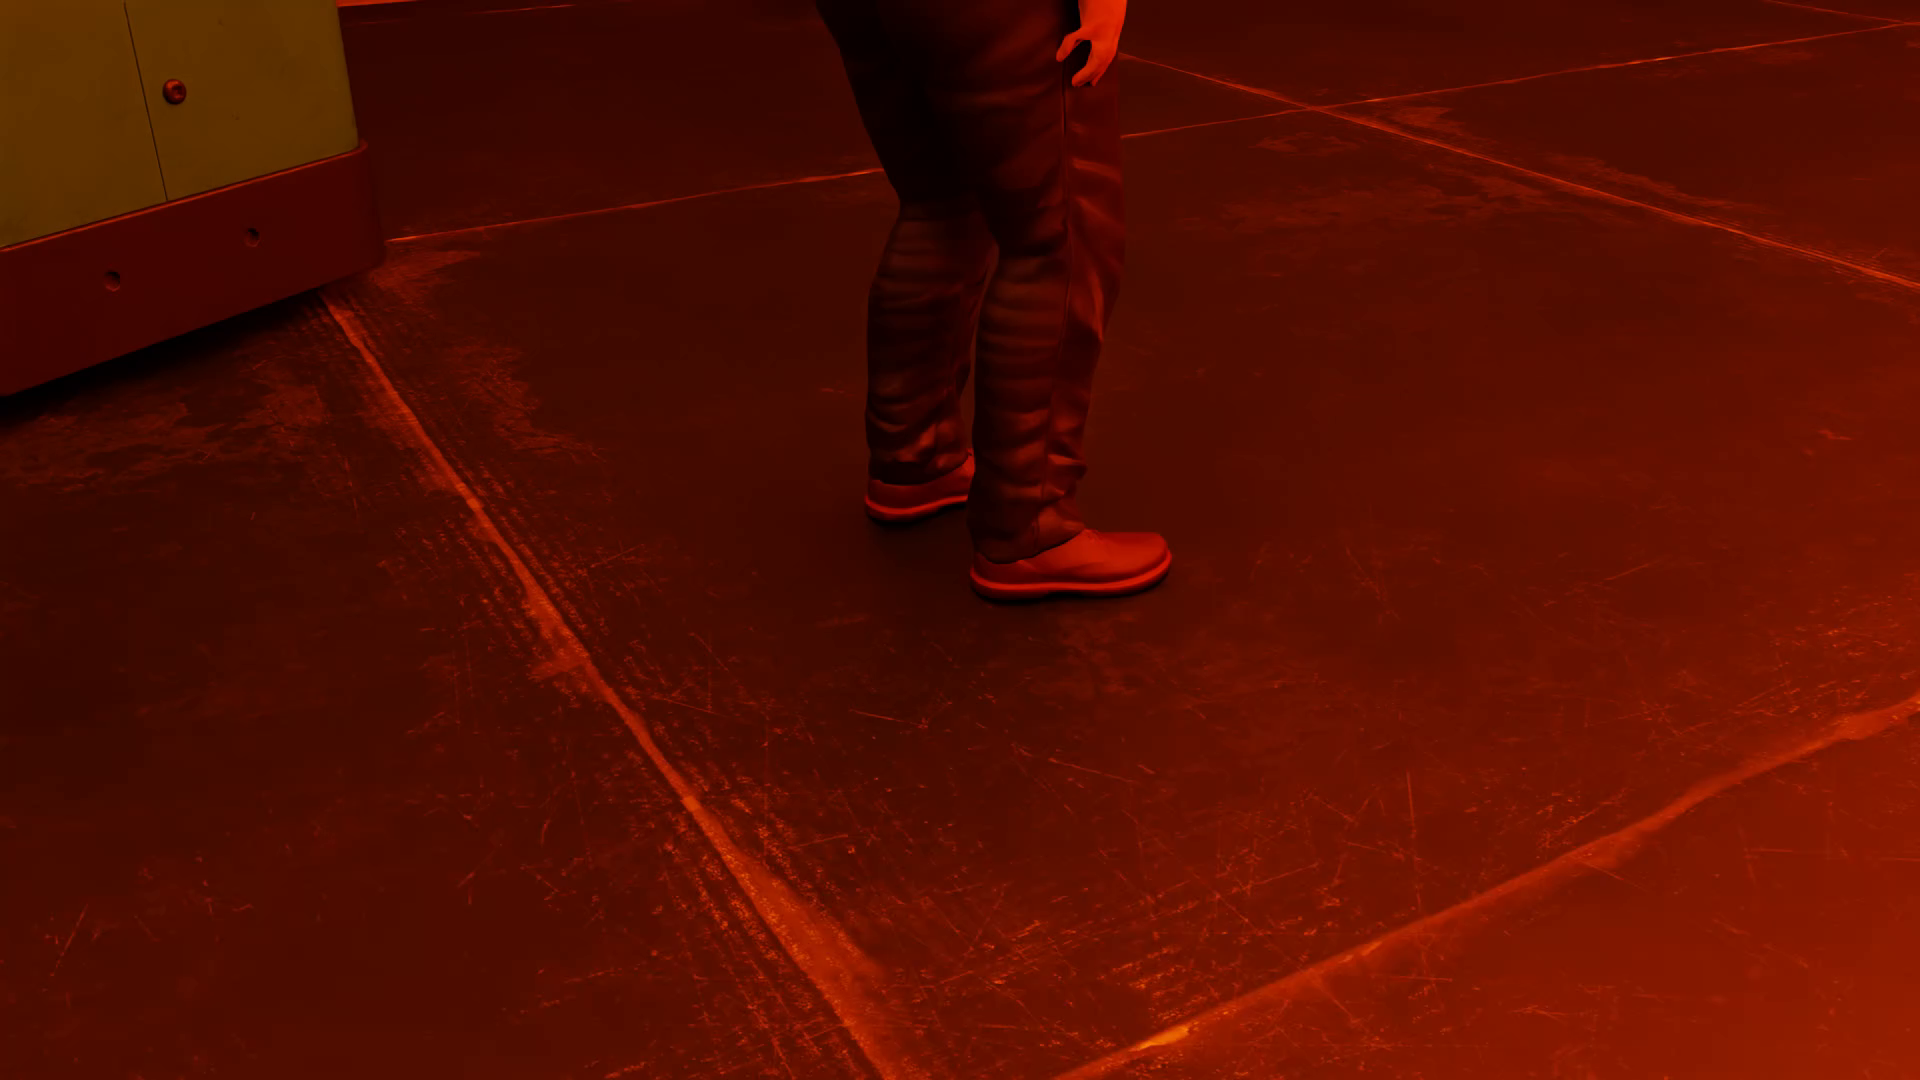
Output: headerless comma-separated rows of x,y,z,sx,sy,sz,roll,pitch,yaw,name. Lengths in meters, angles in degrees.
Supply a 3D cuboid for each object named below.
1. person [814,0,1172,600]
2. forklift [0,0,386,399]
0.027,-0.741,2.138,0.373,1.651,0.546,-16,31,-28,person
-2.750,-1.972,3.147,3.031,2.935,1.130,14,30,26,forklift
